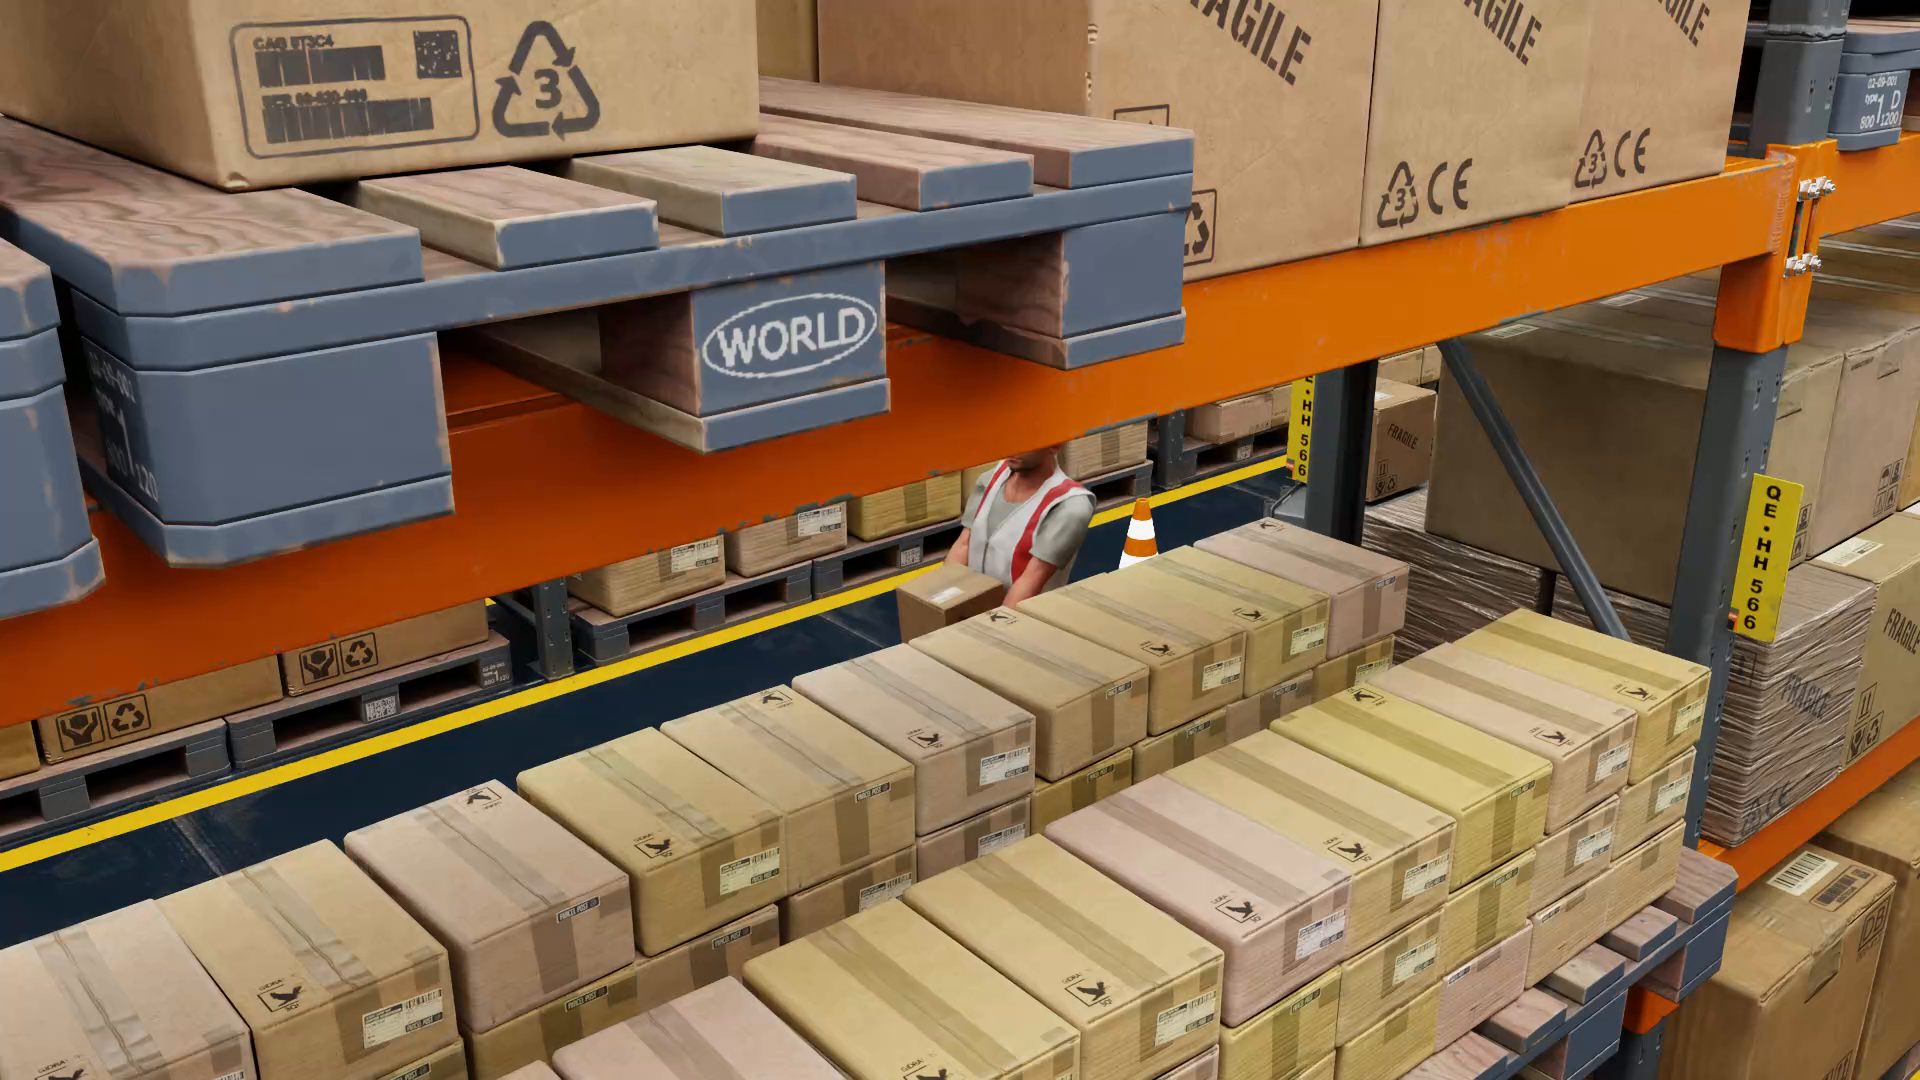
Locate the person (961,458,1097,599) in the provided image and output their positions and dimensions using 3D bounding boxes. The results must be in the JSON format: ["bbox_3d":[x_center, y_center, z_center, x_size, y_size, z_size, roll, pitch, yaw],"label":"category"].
[{"bbox_3d":[0.123,0.494,5.610,0.561,1.529,0.494,-16,26,-37],"label":"person"}]
